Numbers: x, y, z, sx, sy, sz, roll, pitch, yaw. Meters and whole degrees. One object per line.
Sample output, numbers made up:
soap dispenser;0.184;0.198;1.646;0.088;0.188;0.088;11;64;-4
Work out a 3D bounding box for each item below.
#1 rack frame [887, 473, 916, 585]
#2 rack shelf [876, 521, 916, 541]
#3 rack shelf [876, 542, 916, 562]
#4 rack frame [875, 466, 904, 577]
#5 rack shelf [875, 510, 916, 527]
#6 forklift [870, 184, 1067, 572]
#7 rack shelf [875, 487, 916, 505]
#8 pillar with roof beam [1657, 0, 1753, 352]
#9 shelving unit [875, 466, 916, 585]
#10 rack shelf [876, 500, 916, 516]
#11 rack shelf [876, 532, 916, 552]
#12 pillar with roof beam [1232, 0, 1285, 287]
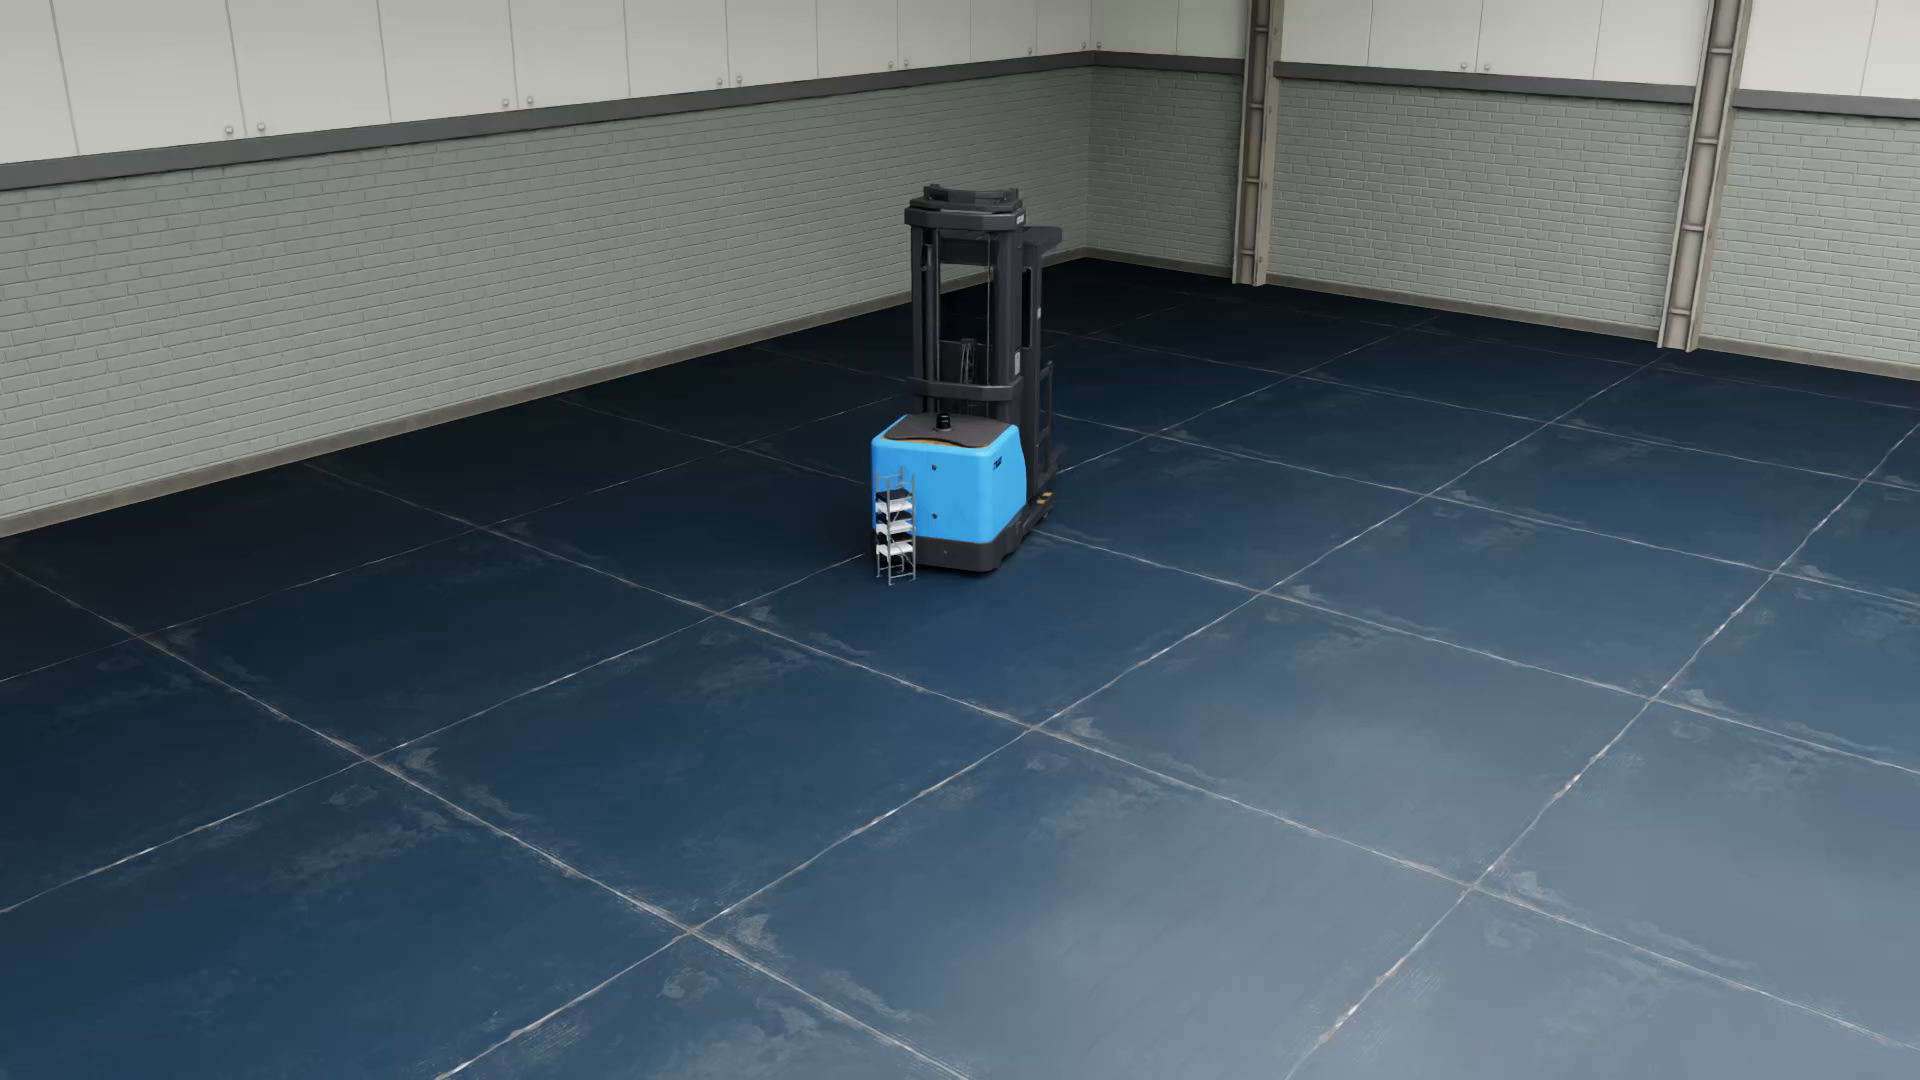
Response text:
rack frame;-0.462;-0.080;13.105;0.240;0.900;0.006;-11;23;-26
rack shelf;-0.510;-0.080;13.201;0.258;0.077;0.200;-11;23;-26
rack shelf;-0.510;0.088;13.264;0.258;0.077;0.200;-11;23;-26
rack frame;-0.557;-0.143;13.273;0.240;0.900;0.006;-11;23;-26
rack shelf;-0.510;-0.165;13.169;0.258;0.077;0.200;-11;23;-26
forklift;0.221;-1.606;14.272;1.130;2.935;3.031;7;22;17
rack shelf;-0.510;-0.333;13.105;0.258;0.077;0.200;-11;23;-26
pillar with roof beam;6.098;-5.403;15.742;0.400;9.000;9.100;16;26;36
shelving unit;-0.510;-0.112;13.189;0.258;0.900;0.210;-11;23;-26
rack shelf;-0.510;-0.249;13.137;0.258;0.077;0.200;-11;23;-26
rack shelf;-0.510;0.004;13.232;0.258;0.077;0.200;-11;23;-26
pillar with roof beam;1.449;-6.742;19.292;0.400;9.000;9.100;16;26;36
